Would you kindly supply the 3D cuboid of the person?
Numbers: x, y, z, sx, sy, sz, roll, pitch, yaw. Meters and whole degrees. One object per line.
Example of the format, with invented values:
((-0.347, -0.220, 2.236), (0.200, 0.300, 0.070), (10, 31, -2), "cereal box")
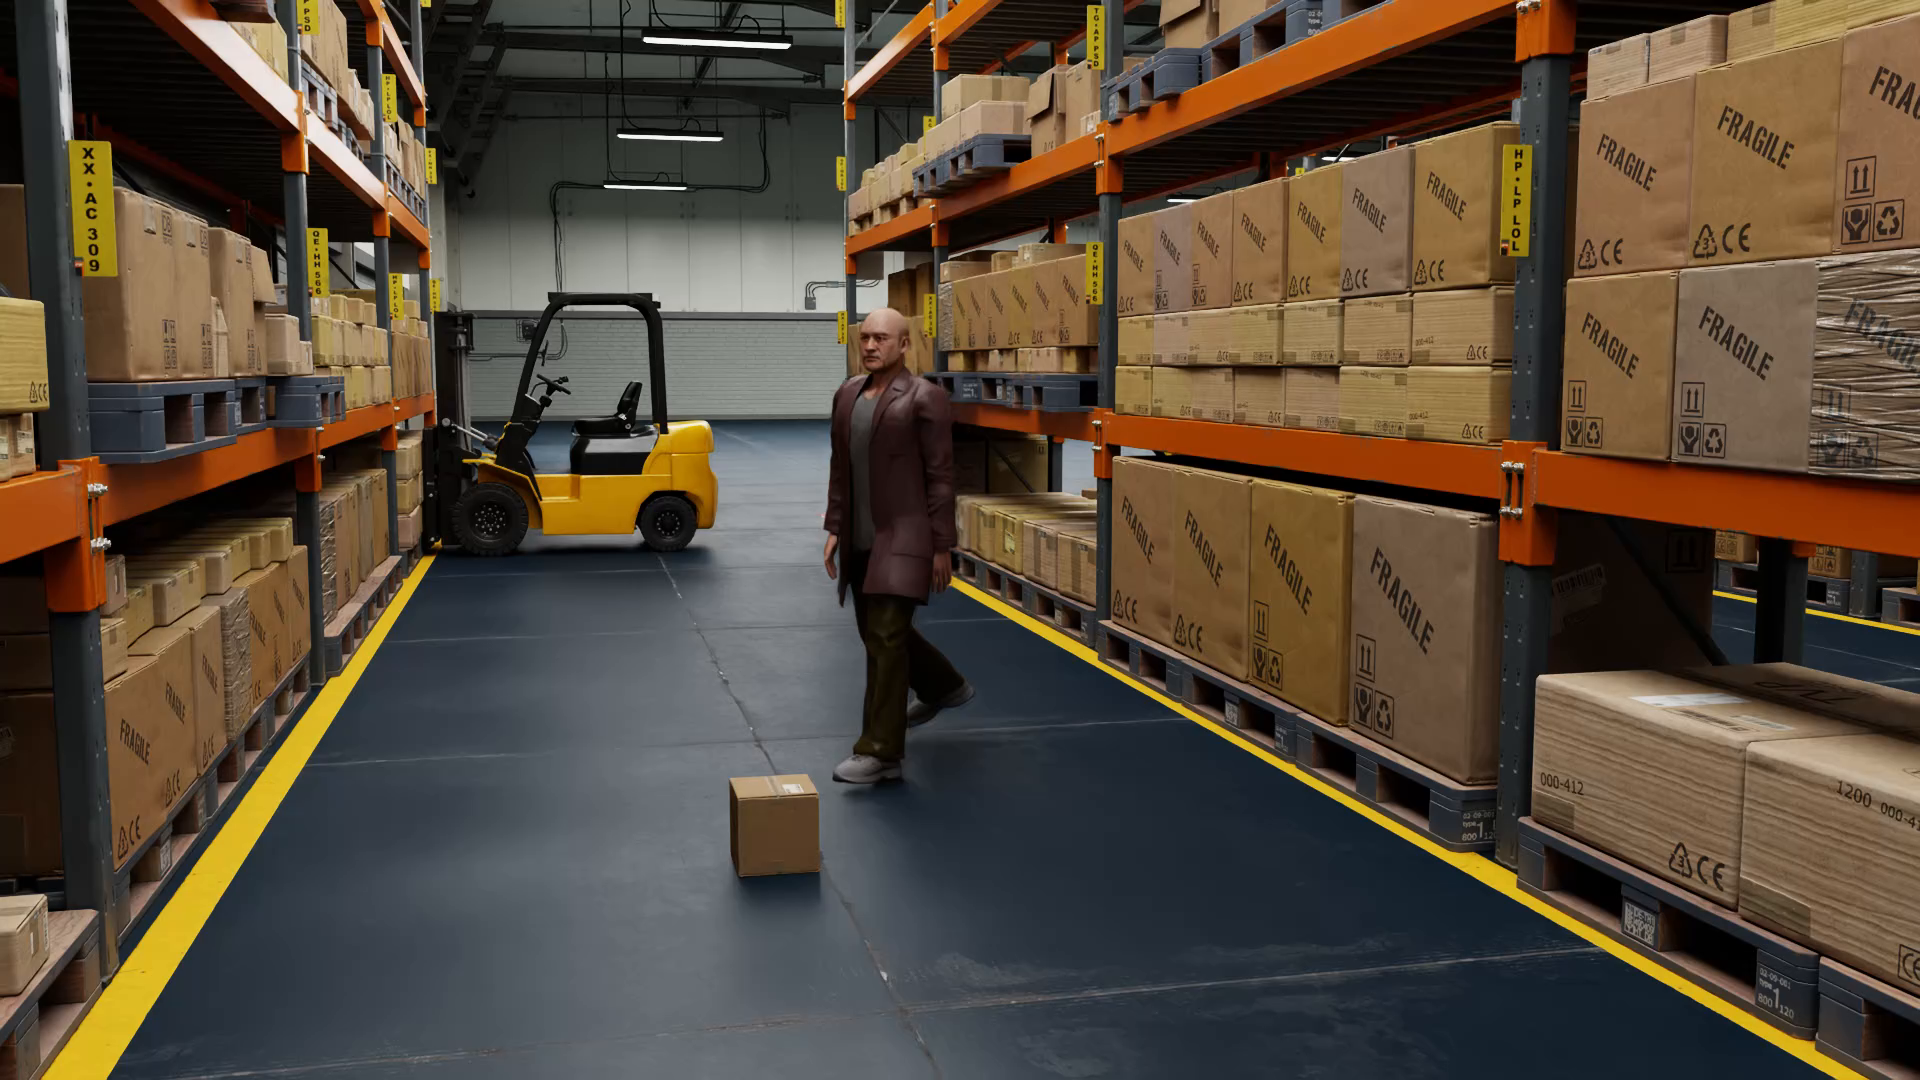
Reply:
((-0.238, -0.005, 6.400), (0.598, 1.758, 0.976), (6, 8, 43), "person")
